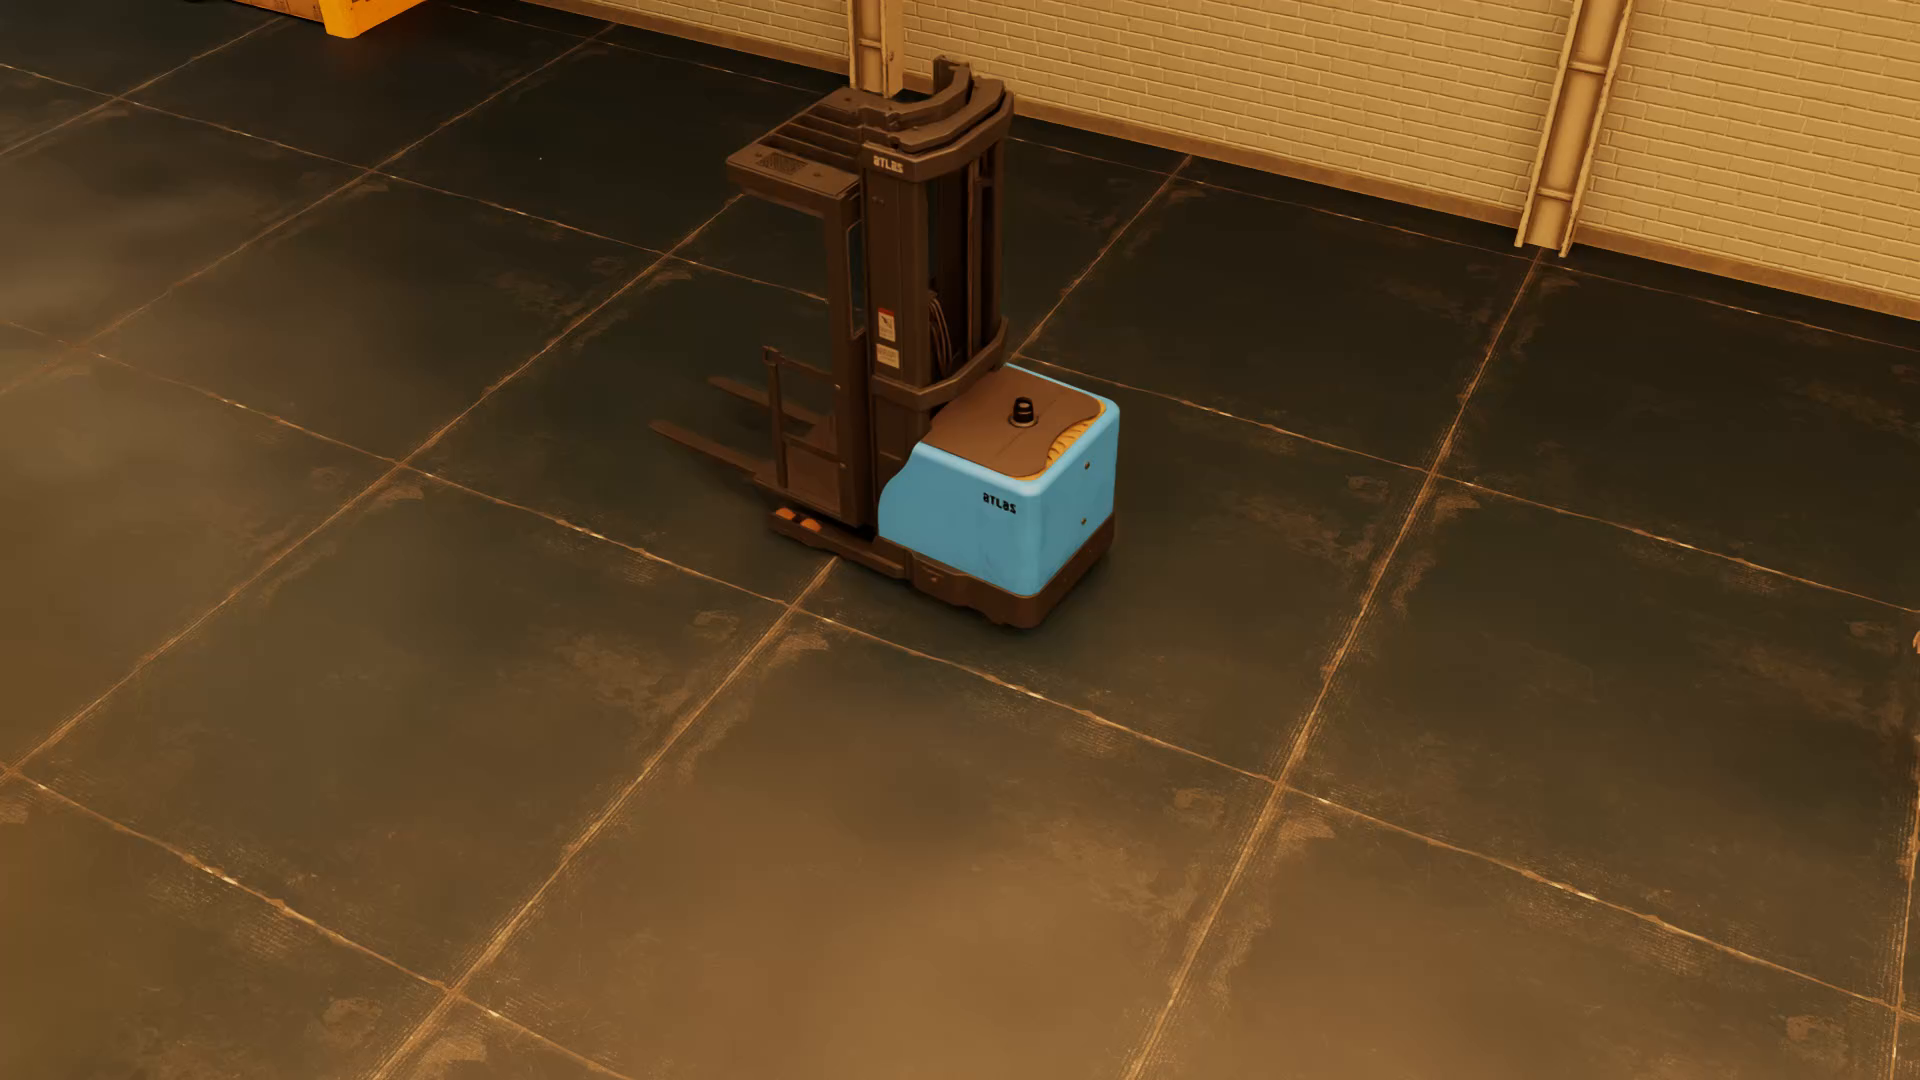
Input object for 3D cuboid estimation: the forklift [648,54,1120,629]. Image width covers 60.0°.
[{"bbox_3d":[-0.581,-1.346,9.585,3.031,2.935,1.130,23,45,25],"label":"forklift"}]
